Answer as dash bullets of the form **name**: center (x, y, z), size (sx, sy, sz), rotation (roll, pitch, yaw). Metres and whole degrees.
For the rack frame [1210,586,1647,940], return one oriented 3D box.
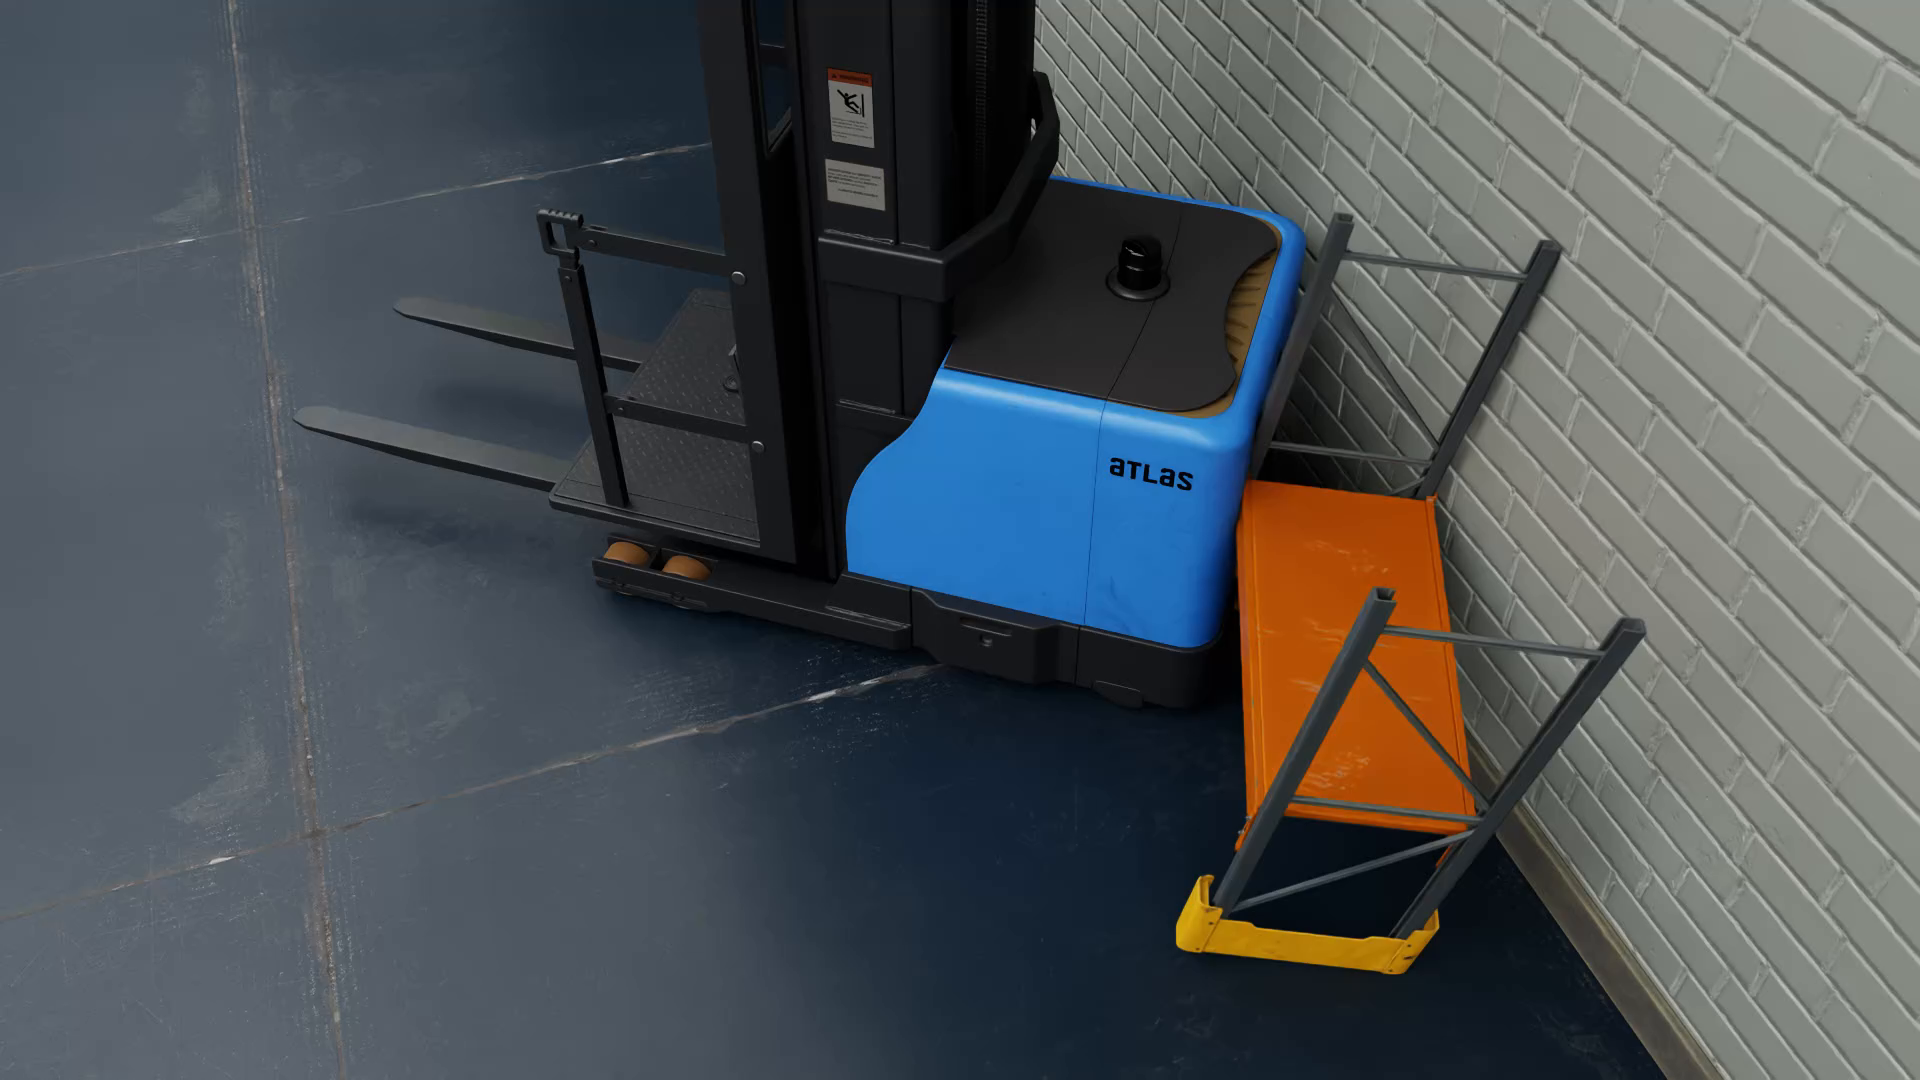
- **rack frame**: center (0.910, 0.582, 3.581), size (0.500, 1.500, 0.032), rotation (7, 52, -2)

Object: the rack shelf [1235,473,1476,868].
- **rack shelf**: center (0.928, 0.293, 4.036), size (0.538, 0.185, 1.000), rotation (7, 52, -2)

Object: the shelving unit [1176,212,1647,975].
- **shelving unit**: center (0.947, 0.177, 3.900), size (0.587, 1.500, 1.083), rotation (7, 52, -2)

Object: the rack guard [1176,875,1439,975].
- **rack guard**: center (0.846, 0.948, 4.084), size (0.587, 0.250, 0.087), rotation (7, 52, -2)

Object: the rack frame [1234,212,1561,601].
- **rack frame**: center (0.983, -0.215, 4.208), size (0.500, 1.500, 0.032), rotation (7, 52, -2)

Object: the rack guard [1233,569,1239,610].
- **rack guard**: center (0.917, 0.167, 4.699), size (0.587, 0.250, 0.087), rotation (7, 52, -2)

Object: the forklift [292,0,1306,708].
- **forklift**: center (-0.597, -1.168, 4.345), size (3.031, 2.935, 1.130), rotation (13, 46, 12)
